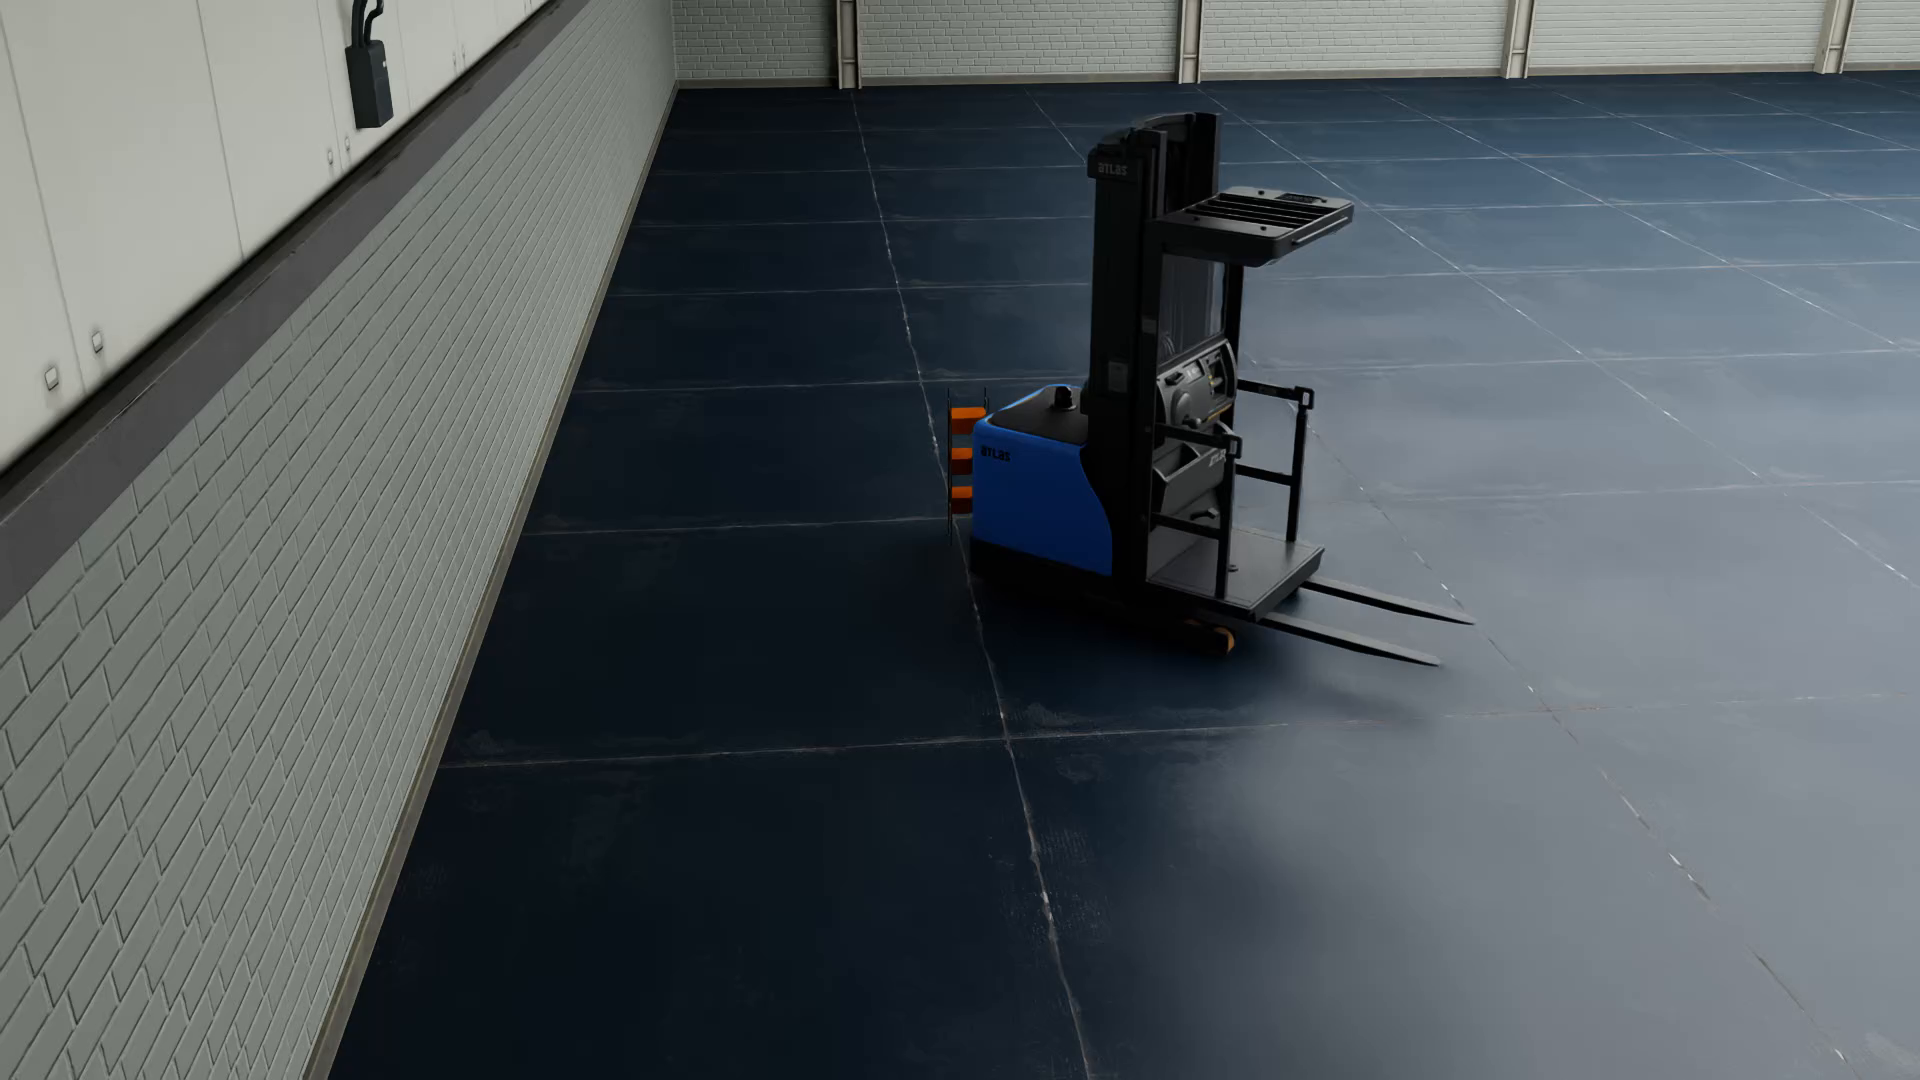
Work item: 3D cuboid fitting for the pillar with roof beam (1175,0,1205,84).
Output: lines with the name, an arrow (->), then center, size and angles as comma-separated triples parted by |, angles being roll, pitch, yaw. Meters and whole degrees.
pillar with roof beam -> 4.469, -10.519, 23.837 | 0.400, 9.000, 9.100 | -2, 24, -5

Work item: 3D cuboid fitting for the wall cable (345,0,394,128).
wall cable -> -2.808, -5.096, 7.449 | 0.169, 6.003, 2.305 | -2, 24, -5

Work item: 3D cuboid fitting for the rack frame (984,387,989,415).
rack frame -> 0.175, -0.487, 11.053 | 0.008, 1.050, 0.200 | -2, 24, -5

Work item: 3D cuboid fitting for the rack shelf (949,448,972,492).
rack shelf -> 0.053, -0.472, 11.046 | 0.240, 0.259, 0.215 | -2, 24, -5

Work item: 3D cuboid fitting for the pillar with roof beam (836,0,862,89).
pillar with roof beam -> -1.502, -10.280, 23.298 | 0.400, 9.000, 9.100 | -2, 24, -5

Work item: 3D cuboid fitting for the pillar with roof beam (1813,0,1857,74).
pillar with roof beam -> 16.411, -10.998, 24.915 | 0.400, 9.000, 9.100 | -2, 24, -5

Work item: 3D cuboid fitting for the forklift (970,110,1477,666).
forklift -> 1.567, -0.905, 9.677 | 3.031, 2.935, 1.130 | 16, 28, 31

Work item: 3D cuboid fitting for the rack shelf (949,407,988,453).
rack shelf -> 0.053, -0.732, 10.931 | 0.240, 0.259, 0.215 | -2, 24, -5

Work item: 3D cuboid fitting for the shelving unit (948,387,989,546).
shelving unit -> 0.053, -0.482, 11.042 | 0.252, 1.050, 0.215 | -2, 24, -5

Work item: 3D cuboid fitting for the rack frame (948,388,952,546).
rack frame -> -0.068, -0.477, 11.031 | 0.008, 1.050, 0.200 | -2, 24, -5

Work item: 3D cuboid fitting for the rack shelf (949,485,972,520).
rack shelf -> 0.053, -0.218, 11.159 | 0.240, 0.259, 0.215 | -2, 24, -5

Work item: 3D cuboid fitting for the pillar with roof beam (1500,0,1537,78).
pillar with roof beam -> 10.440, -10.759, 24.376 | 0.400, 9.000, 9.100 | -2, 24, -5
